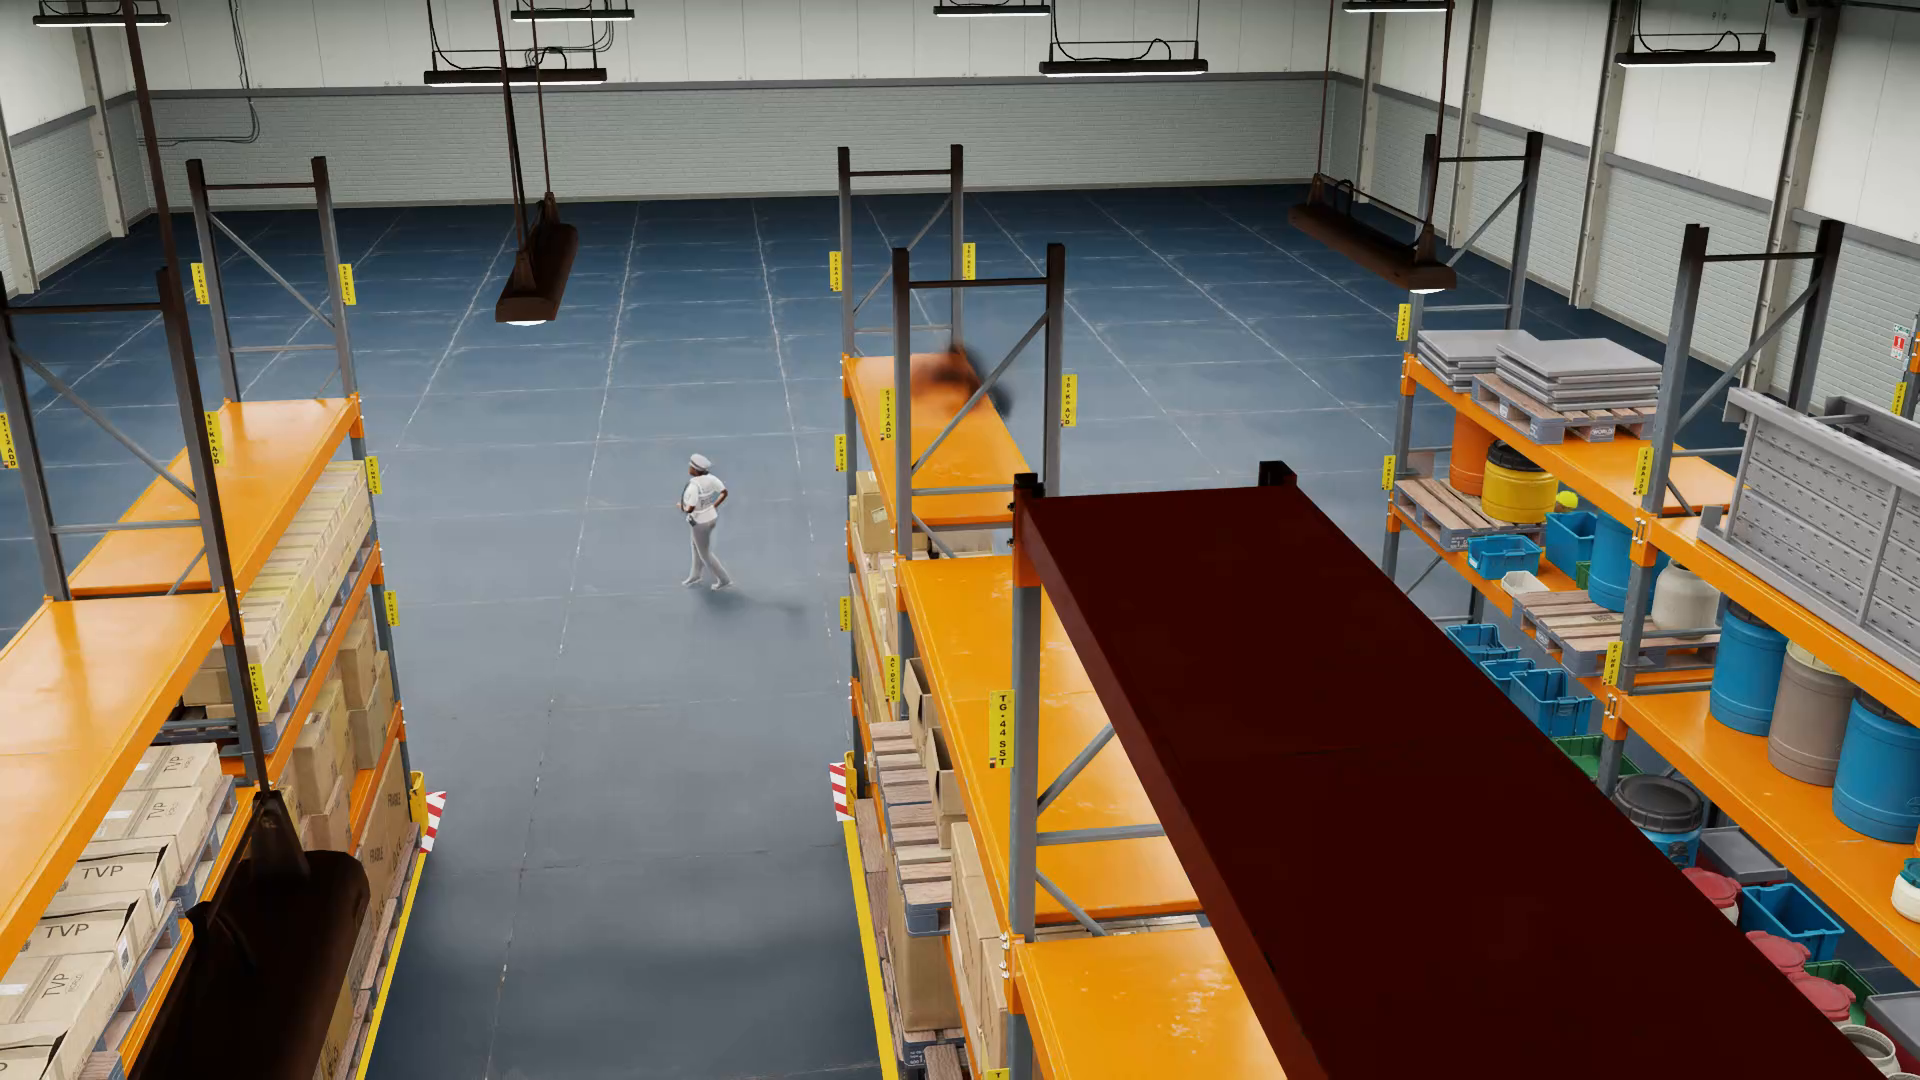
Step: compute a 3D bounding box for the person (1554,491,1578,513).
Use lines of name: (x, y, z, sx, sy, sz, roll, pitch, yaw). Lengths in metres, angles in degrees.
person: (6.642, 0.268, 18.591, 0.628, 1.732, 0.674, 7, 23, 17)

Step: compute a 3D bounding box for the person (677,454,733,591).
person: (-3.062, -0.185, 19.808, 0.763, 1.744, 0.583, 8, 23, 20)
